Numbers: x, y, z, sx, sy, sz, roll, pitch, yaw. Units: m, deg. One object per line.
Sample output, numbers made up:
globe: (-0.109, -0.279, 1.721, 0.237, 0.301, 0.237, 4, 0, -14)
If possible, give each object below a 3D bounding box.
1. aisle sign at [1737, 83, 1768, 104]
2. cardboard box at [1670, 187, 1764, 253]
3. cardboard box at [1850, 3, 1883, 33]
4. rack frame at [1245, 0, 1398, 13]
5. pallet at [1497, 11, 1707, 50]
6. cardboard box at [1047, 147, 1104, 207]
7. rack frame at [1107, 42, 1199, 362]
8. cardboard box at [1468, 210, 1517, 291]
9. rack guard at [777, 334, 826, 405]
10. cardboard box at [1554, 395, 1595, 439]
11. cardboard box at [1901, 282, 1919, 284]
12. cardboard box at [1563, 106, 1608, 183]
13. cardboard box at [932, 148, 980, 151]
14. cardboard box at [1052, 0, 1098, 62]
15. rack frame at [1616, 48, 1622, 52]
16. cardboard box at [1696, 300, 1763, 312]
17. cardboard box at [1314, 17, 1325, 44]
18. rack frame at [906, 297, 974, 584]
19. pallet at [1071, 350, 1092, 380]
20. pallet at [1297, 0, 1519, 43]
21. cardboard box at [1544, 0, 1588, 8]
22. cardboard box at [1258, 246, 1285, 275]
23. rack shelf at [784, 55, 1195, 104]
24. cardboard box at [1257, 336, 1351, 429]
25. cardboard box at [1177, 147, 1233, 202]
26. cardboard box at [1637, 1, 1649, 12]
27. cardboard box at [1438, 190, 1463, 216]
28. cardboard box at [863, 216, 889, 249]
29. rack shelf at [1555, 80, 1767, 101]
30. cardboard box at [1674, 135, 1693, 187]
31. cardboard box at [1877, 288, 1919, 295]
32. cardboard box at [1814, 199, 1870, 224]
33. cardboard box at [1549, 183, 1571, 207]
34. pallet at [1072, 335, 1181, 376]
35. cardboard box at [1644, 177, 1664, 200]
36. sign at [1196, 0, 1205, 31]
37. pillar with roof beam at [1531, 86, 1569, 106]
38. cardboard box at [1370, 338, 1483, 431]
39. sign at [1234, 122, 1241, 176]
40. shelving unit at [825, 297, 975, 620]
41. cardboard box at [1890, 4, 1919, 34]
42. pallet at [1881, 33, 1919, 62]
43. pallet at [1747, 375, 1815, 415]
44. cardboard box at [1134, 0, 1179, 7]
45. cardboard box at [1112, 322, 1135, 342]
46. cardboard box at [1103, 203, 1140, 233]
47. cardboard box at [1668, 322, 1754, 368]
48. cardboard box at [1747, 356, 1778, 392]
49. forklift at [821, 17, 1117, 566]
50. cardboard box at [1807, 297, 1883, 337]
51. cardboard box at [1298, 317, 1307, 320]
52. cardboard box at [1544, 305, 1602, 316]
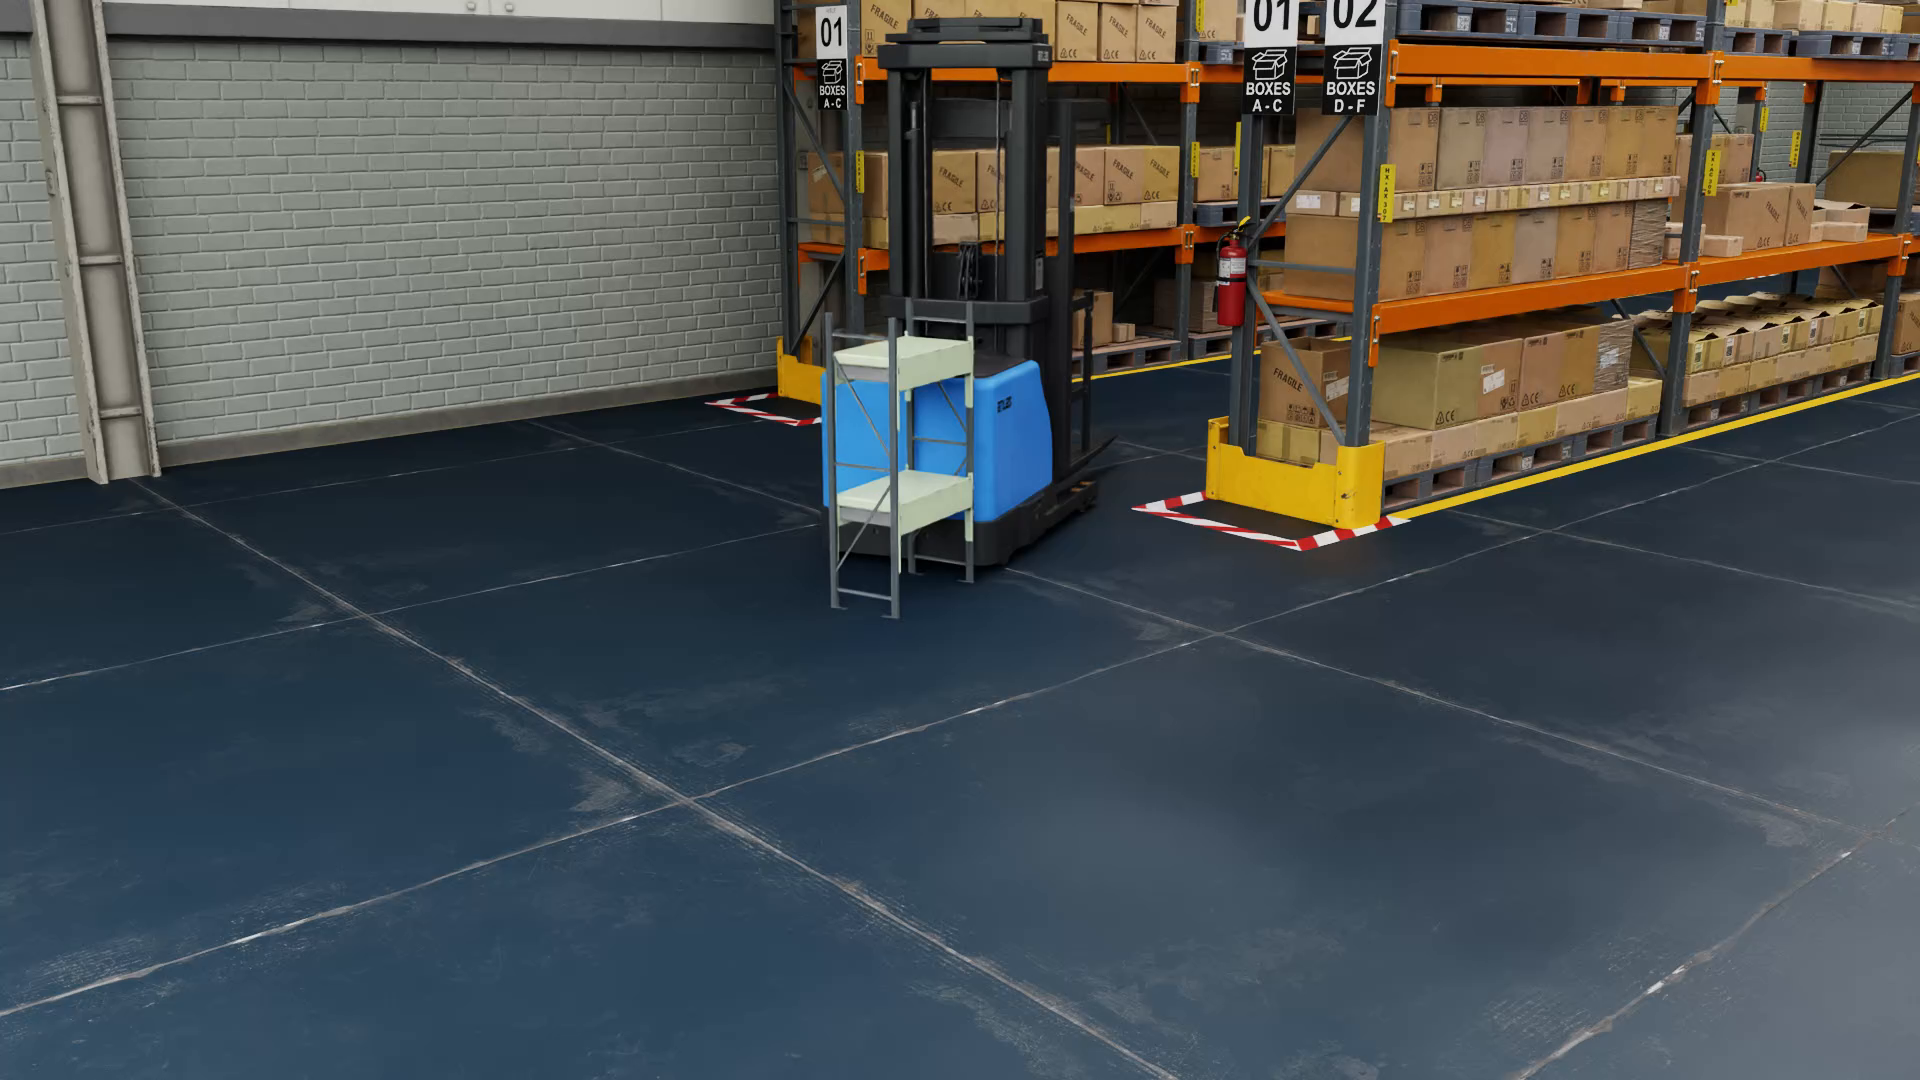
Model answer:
aisle sign: (11.167, -6.536, 23.369, 0.004, 0.787, 0.394, -13, 19, -39)
cardboard box: (6.105, -2.594, 13.456, 0.500, 0.500, 0.500, -11, 18, -35)
cardboard box: (7.447, -4.407, 14.100, 0.500, 0.250, 0.500, -12, 19, -38)
rack frame: (2.100, -4.550, 9.348, 0.127, 3.000, 1.000, -13, 19, -39)
pallet: (4.491, -3.587, 11.724, 1.213, 0.211, 1.003, -13, 19, -39)
cardboard box: (0.950, -3.284, 15.030, 0.500, 0.500, 0.500, -13, 20, -41)
rack frame: (1.863, -3.293, 16.267, 0.127, 3.000, 1.000, -13, 19, -39)
cardboard box: (3.232, -1.950, 11.043, 0.500, 0.500, 0.700, -12, 19, -39)
rack guard: (-1.097, -1.421, 14.101, 0.348, 0.500, 1.175, -13, 19, -39)
cardboard box: (4.160, -0.913, 11.869, 0.500, 0.250, 0.500, -13, 19, -39)
cardboard box: (9.469, -2.394, 16.891, 0.500, 0.500, 0.500, -14, 20, -41)
cardboard box: (4.029, -2.758, 11.554, 0.500, 0.500, 0.700, -13, 20, -39)
cardboard box: (-0.165, -3.208, 14.747, 0.500, 0.500, 0.500, -13, 20, -41)
cardboard box: (0.862, -4.482, 14.674, 0.500, 0.500, 0.500, -14, 20, -41)
rack frame: (7.898, -7.547, 20.567, 0.127, 3.000, 1.000, -13, 19, -39)
cardboard box: (6.771, -1.945, 14.645, 0.500, 0.311, 0.500, -13, 20, -41)
cardboard box: (3.842, -5.278, 17.646, 0.637, 0.503, 0.797, -9, 18, -32)
rack frame: (-0.106, -0.517, 8.778, 0.400, 1.500, 0.023, 9, 17, 29)
pallet: (0.459, -1.618, 15.398, 1.213, 0.211, 1.003, -13, 19, -39)
pallet: (2.651, -3.173, 10.176, 1.213, 0.211, 1.003, -13, 19, -39)
cardboard box: (3.793, -3.845, 11.234, 0.637, 0.503, 0.797, -10, 18, -33)
cardboard box: (3.128, -2.953, 17.530, 0.500, 0.250, 0.500, -13, 20, -41)
rack shelf: (0.355, -4.056, 14.705, 4.000, 0.370, 1.077, -13, 19, -39)
cardboard box: (2.310, -1.038, 10.883, 0.500, 0.500, 0.500, -13, 19, -39)
cardboard box: (2.270, -3.634, 16.495, 0.500, 0.500, 0.700, -13, 19, -39)
cardboard box: (8.620, -6.705, 21.057, 0.500, 0.500, 0.500, -13, 20, -40)
cardboard box: (2.924, -2.126, 10.444, 0.250, 0.149, 0.380, -13, 19, -39)
cardboard box: (-0.578, -2.574, 13.825, 0.500, 0.250, 0.500, -13, 20, -41)
rack shelf: (9.407, -6.089, 22.315, 4.000, 0.370, 1.077, -13, 19, -39)
cardboard box: (9.415, -5.130, 22.562, 0.700, 0.700, 0.980, -14, 20, -42)
cardboard box: (9.058, -2.123, 15.878, 0.500, 0.500, 0.500, -14, 20, -41)
cardboard box: (7.832, -2.911, 15.009, 0.500, 0.311, 0.500, -11, 19, -36)
cardboard box: (3.896, -2.343, 11.259, 0.250, 0.149, 0.380, -12, 19, -38)
pallet: (1.380, -1.826, 16.175, 1.213, 0.211, 1.003, -13, 19, -39)
cardboard box: (4.866, -2.562, 12.079, 0.250, 0.149, 0.380, -13, 20, -41)
sign: (2.225, -4.888, 15.423, 0.005, 0.325, 0.100, -13, 19, -39)
pillar with roof beam: (10.685, -6.996, 18.503, 0.400, 9.000, 9.100, -13, 19, -39)
cardboard box: (3.027, -1.021, 10.823, 0.500, 0.500, 0.500, -13, 19, -39)
sign: (1.755, -2.434, 10.347, 0.005, 0.325, 0.100, -13, 19, -39)
shelving unit: (-0.292, -0.435, 8.474, 0.431, 1.500, 0.755, 9, 17, 29)
cardboard box: (8.442, -4.585, 15.097, 0.500, 0.500, 0.910, -13, 19, -39)
pallet: (7.682, -4.233, 14.338, 1.003, 0.211, 1.213, -12, 19, -37)
pallet: (6.569, -1.323, 14.293, 1.213, 0.211, 1.003, -13, 19, -39)
cardboard box: (1.663, -5.146, 15.220, 0.500, 0.500, 0.500, 14, 20, 42)
cardboard box: (1.479, -2.041, 16.215, 0.380, 0.166, 0.250, 13, 20, 40)
cardboard box: (1.324, -3.009, 15.453, 0.500, 0.250, 0.500, -13, 19, -39)
cardboard box: (5.974, -1.580, 13.282, 0.500, 0.311, 0.500, -13, 20, -40)
cardboard box: (6.360, -1.399, 13.689, 0.500, 0.250, 0.500, -13, 20, -41)
forklift: (0.234, -1.612, 10.105, 1.130, 2.935, 3.031, 6, 16, 21)
cardboard box: (7.902, -2.016, 14.913, 0.500, 0.311, 0.500, -12, 19, -38)
cardboard box: (3.551, -2.689, 17.998, 0.500, 0.500, 0.700, -13, 20, -40)
cardboard box: (4.563, -1.549, 12.797, 0.500, 0.500, 0.500, -13, 19, -39)
